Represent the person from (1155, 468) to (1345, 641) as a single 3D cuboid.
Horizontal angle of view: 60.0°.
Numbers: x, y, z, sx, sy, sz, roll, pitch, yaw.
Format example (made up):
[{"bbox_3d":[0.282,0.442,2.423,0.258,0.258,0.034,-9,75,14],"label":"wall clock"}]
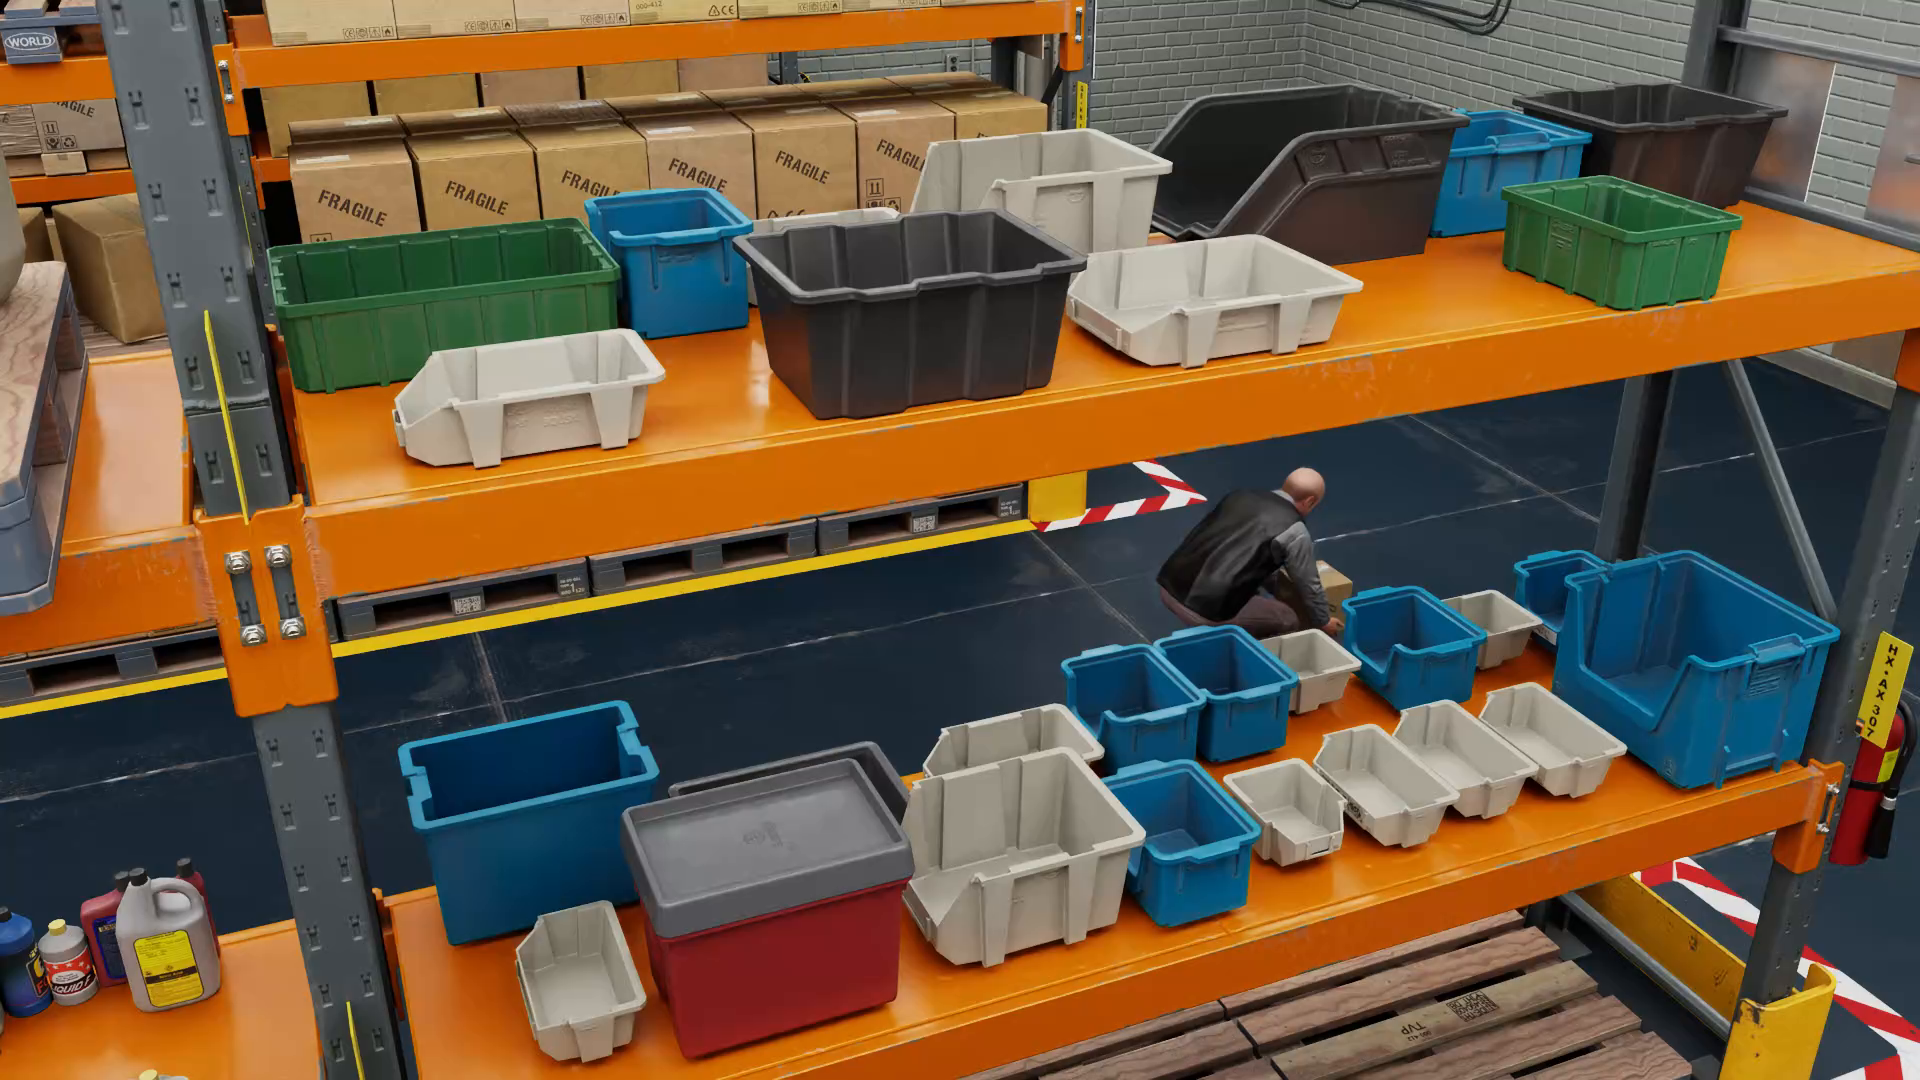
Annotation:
[{"bbox_3d":[1.321,0.185,7.622,0.872,0.976,0.539,-10,28,-21],"label":"person"}]
